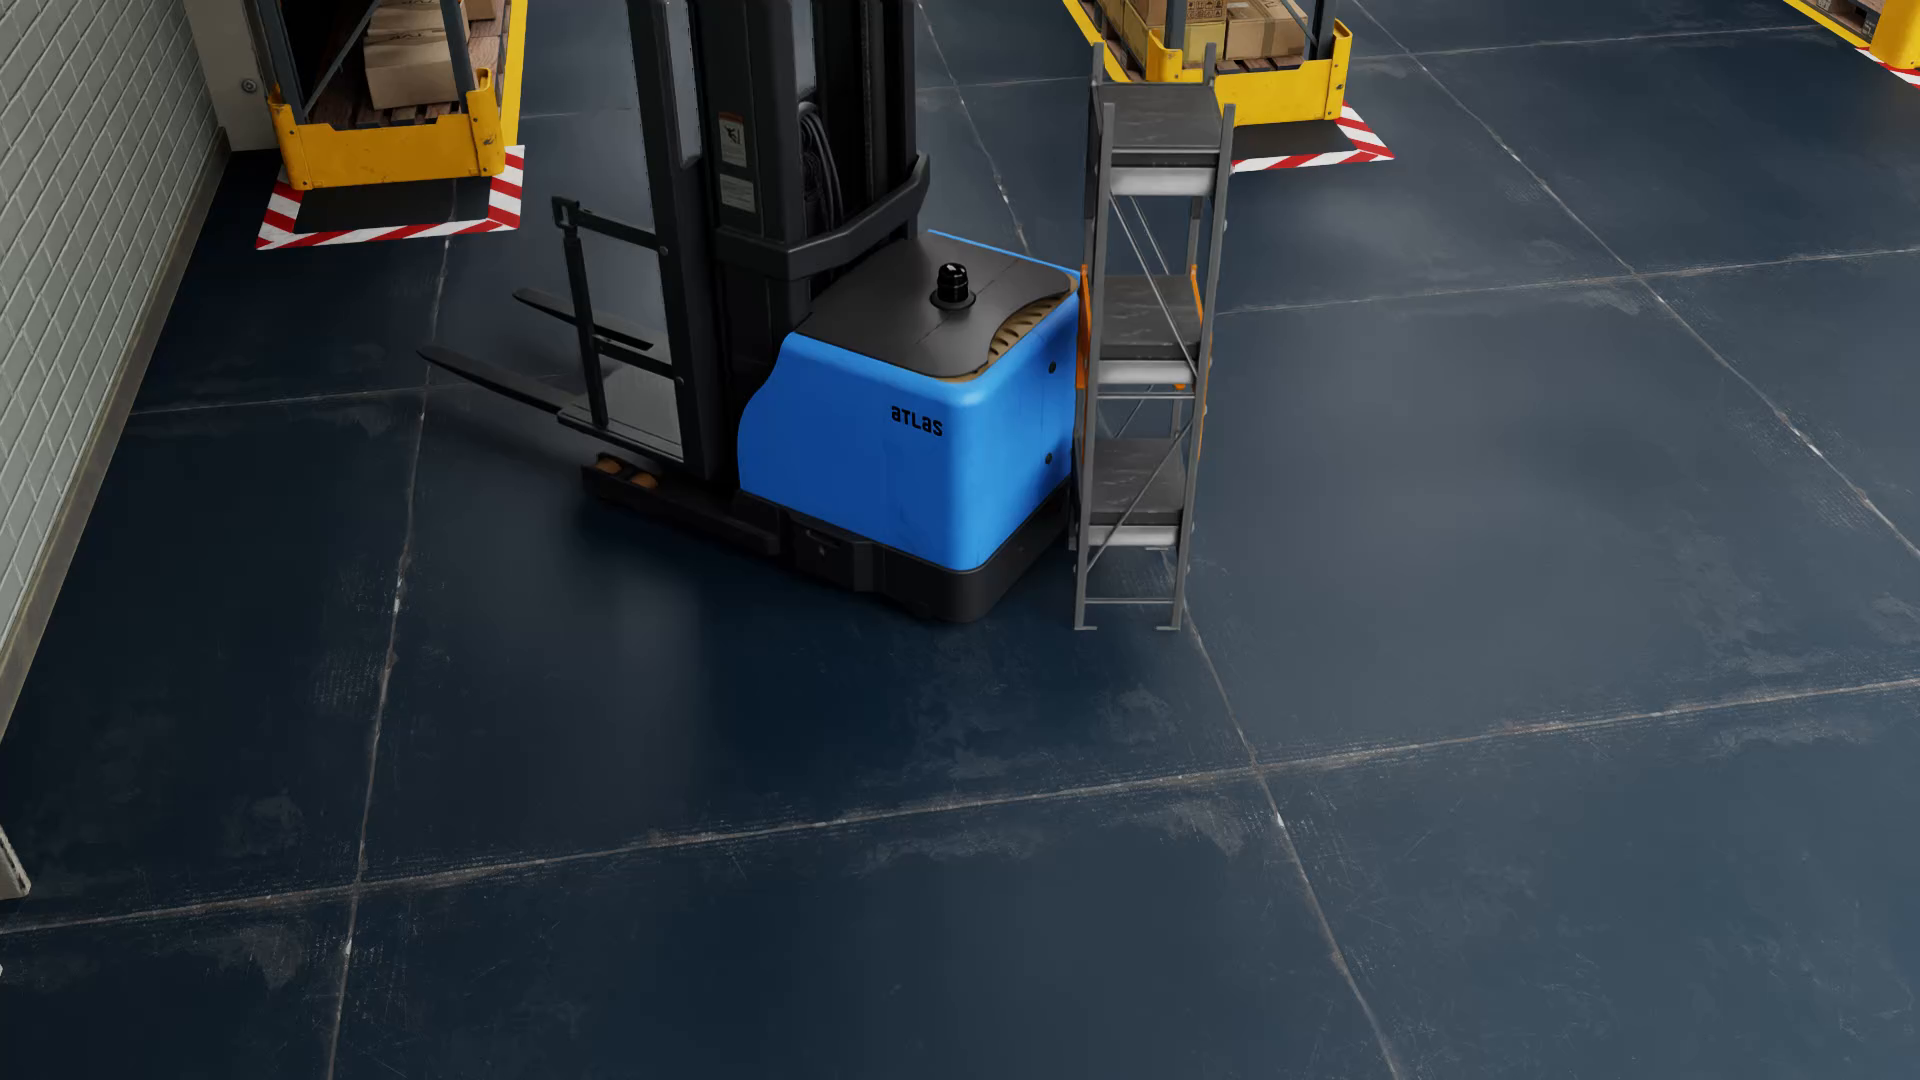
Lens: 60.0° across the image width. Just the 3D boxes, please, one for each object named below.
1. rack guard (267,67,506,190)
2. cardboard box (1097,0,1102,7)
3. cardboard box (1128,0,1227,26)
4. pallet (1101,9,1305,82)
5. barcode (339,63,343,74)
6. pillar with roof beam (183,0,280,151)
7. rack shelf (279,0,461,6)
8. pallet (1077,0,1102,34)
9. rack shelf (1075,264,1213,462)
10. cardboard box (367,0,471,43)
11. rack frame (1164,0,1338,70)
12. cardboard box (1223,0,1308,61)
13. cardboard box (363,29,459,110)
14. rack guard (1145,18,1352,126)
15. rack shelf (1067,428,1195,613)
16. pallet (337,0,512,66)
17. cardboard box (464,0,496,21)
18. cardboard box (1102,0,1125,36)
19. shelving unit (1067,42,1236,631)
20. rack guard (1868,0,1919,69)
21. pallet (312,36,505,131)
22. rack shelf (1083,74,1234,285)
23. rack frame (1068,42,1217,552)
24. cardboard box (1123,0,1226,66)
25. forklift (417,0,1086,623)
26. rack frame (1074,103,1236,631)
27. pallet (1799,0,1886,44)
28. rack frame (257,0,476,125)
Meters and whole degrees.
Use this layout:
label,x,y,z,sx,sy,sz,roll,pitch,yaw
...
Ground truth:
label,x,y,z,sx,sy,sz,roll,pitch,yaw
rack guard,-3.187,-2.304,9.308,1.175,0.500,0.348,-6,38,-8
cardboard box,1.128,-3.755,11.037,0.500,0.250,0.500,-6,38,-8
cardboard box,1.315,-3.448,10.031,0.500,0.500,0.500,-6,38,-8
pallet,1.527,-3.136,10.615,1.003,0.211,1.213,-6,38,-8
barcode,-3.604,-2.756,9.678,0.001,0.075,0.075,-6,38,-8
pillar with roof beam,0.090,-6.407,7.662,9.100,9.000,0.400,-6,38,-8
rack shelf,-3.525,-4.169,10.258,1.077,0.370,4.000,-6,38,-8
pallet,1.316,-3.872,11.561,1.003,0.211,1.213,-6,38,-8
rack shelf,0.634,-0.627,5.867,0.431,0.518,0.480,0,38,0
cardboard box,-3.307,-3.129,10.165,0.500,0.311,0.500,-3,38,-4
rack frame,1.702,-3.780,9.171,1.000,3.000,0.127,-6,38,-8
cardboard box,1.827,-3.208,10.333,0.500,0.250,0.500,-6,38,-8
cardboard box,-3.207,-2.785,9.722,0.500,0.311,0.500,-10,39,-13
rack guard,1.706,-2.778,9.919,1.175,0.500,0.348,-6,38,-8
rack shelf,0.634,-0.074,6.297,0.431,0.518,0.480,0,38,0
pallet,-3.506,-3.420,10.980,1.003,0.211,1.213,-6,38,-8
cardboard box,-3.386,-3.652,10.685,0.700,0.500,0.500,-9,39,-11
cardboard box,1.218,-3.453,10.648,0.500,0.250,0.500,-6,38,-8
shelving unit,0.634,-0.638,5.859,0.431,2.100,0.503,0,38,0
rack guard,6.520,-3.364,10.673,1.175,0.500,0.348,-6,38,-8
pallet,-3.295,-2.684,10.033,1.003,0.211,1.213,-6,38,-8
rack shelf,0.634,-1.180,5.438,0.431,0.518,0.480,0,38,0
rack frame,0.635,-0.787,6.052,0.400,2.100,0.015,0,38,0
cardboard box,1.317,-3.152,10.261,0.500,0.250,0.500,-6,38,-8
forklift,-0.980,-1.524,6.322,3.031,2.935,1.130,20,42,24
rack frame,0.633,-0.488,5.666,0.400,2.100,0.015,0,38,0
pallet,6.383,-3.741,11.394,1.003,0.211,1.213,-6,38,-8
rack frame,-3.174,-3.245,8.482,1.000,3.000,0.127,-6,38,-8
